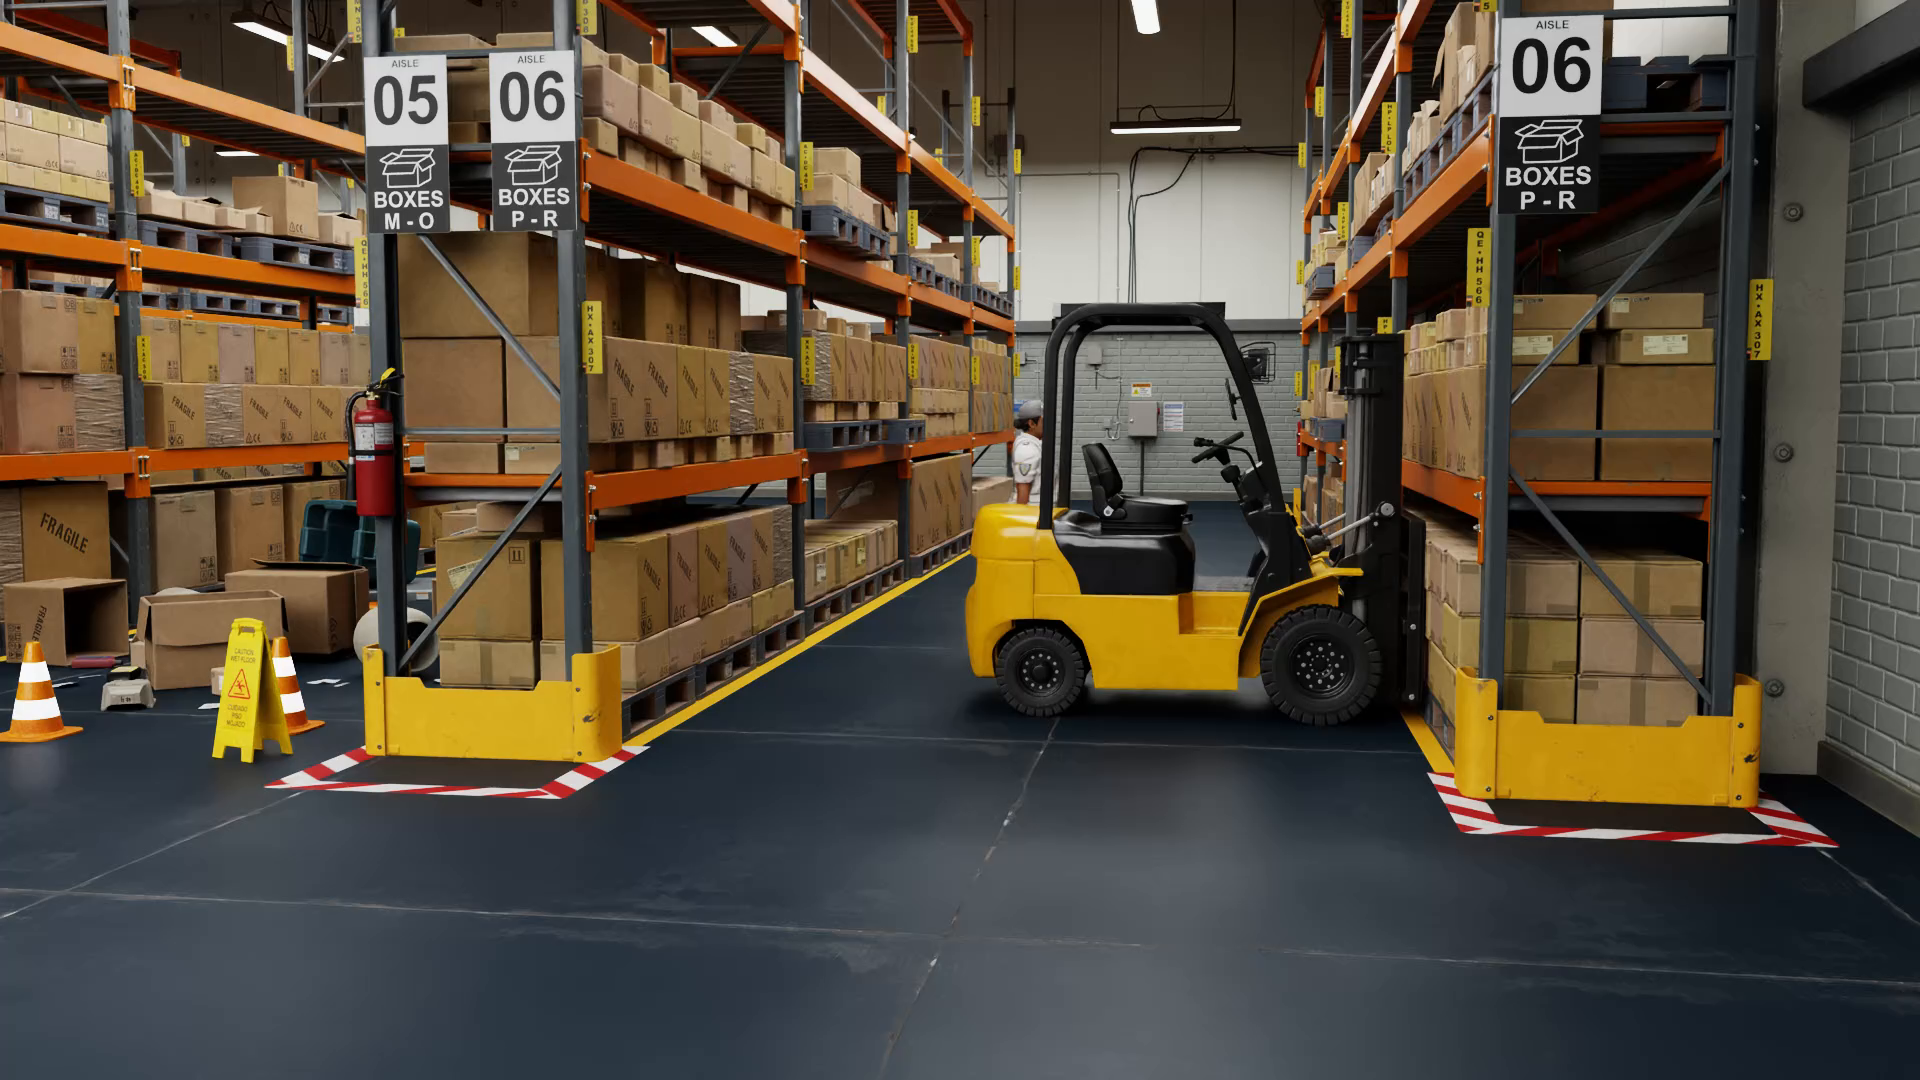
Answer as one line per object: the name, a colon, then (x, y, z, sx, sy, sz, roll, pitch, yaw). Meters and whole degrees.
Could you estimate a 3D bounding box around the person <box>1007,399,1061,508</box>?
person: (0.531, -0.067, 10.856, 0.498, 1.698, 0.532, 0, 5, -2)
